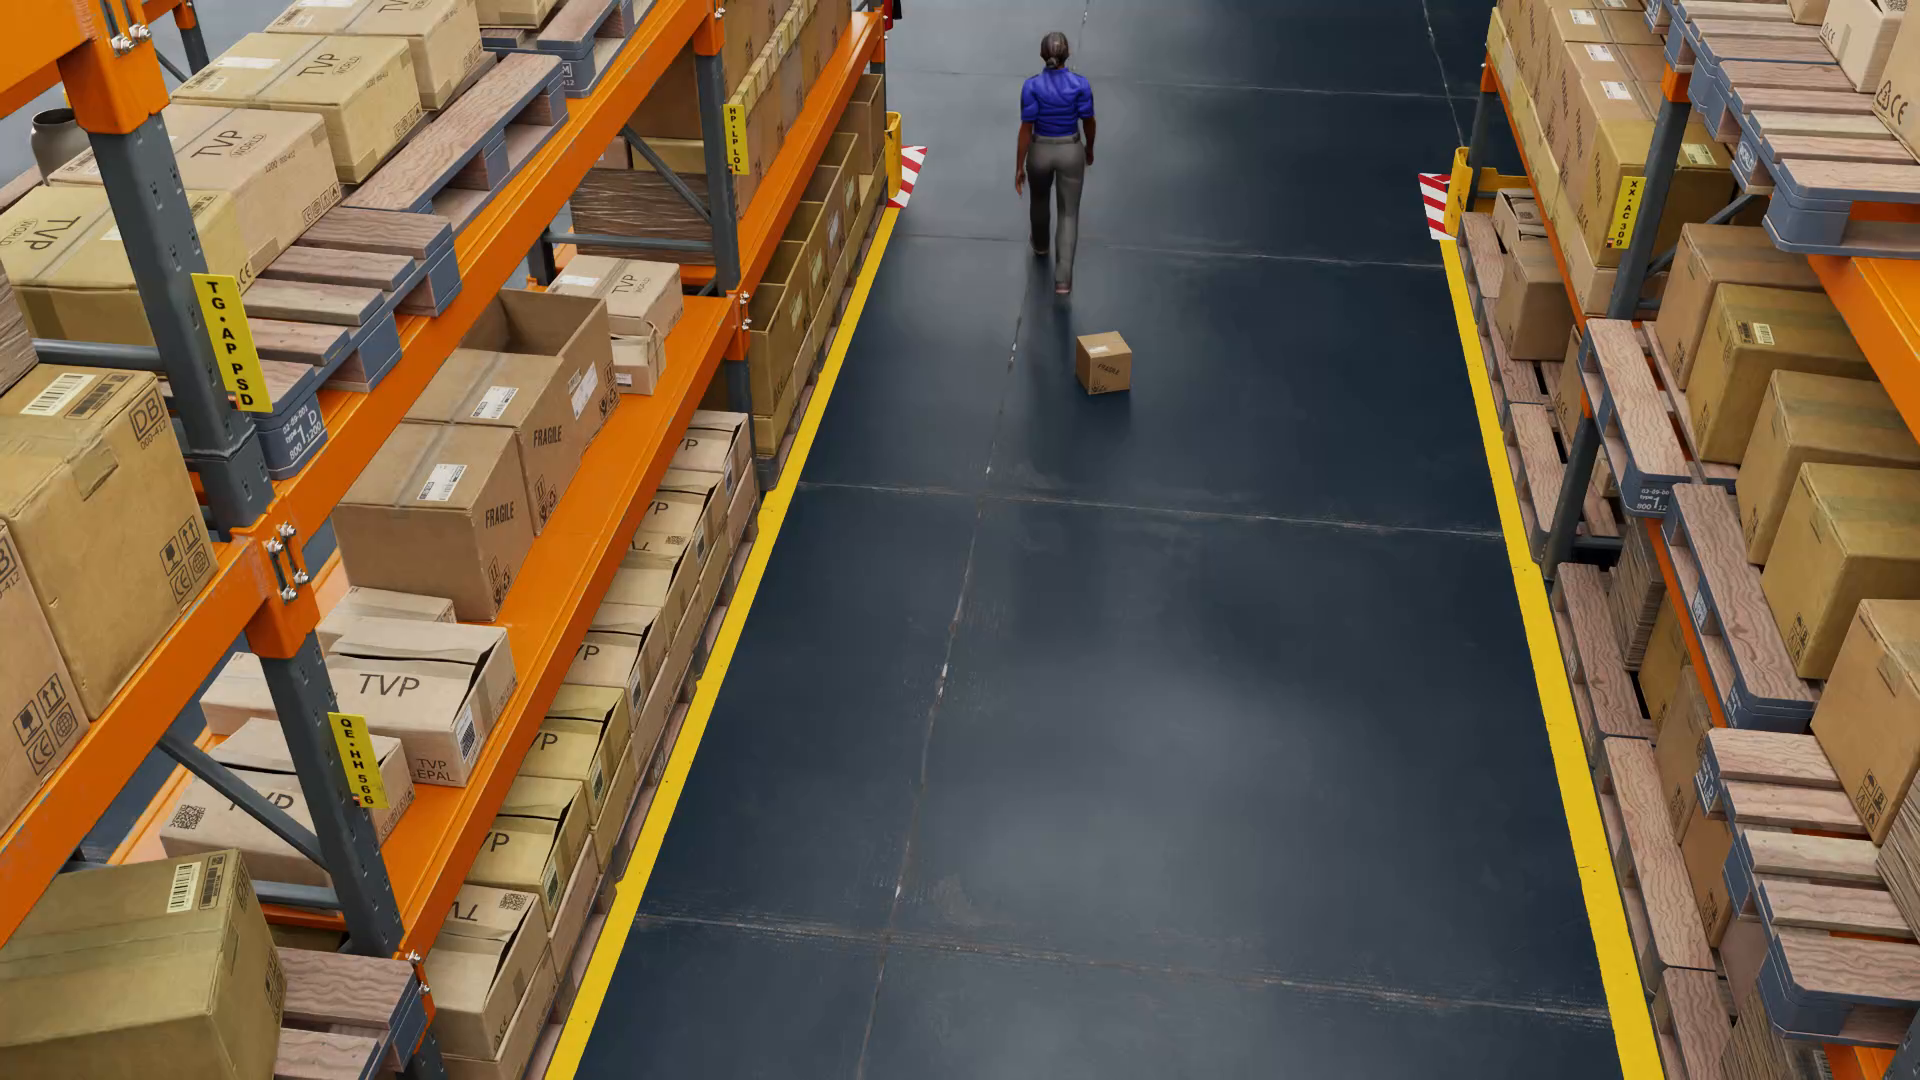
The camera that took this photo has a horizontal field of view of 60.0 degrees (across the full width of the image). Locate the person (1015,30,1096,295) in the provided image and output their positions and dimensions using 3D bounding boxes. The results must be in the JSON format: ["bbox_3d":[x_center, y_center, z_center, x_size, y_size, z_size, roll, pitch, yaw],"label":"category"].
[{"bbox_3d":[0.593,-2.382,10.284,0.476,1.600,1.011,3,36,5],"label":"person"}]
